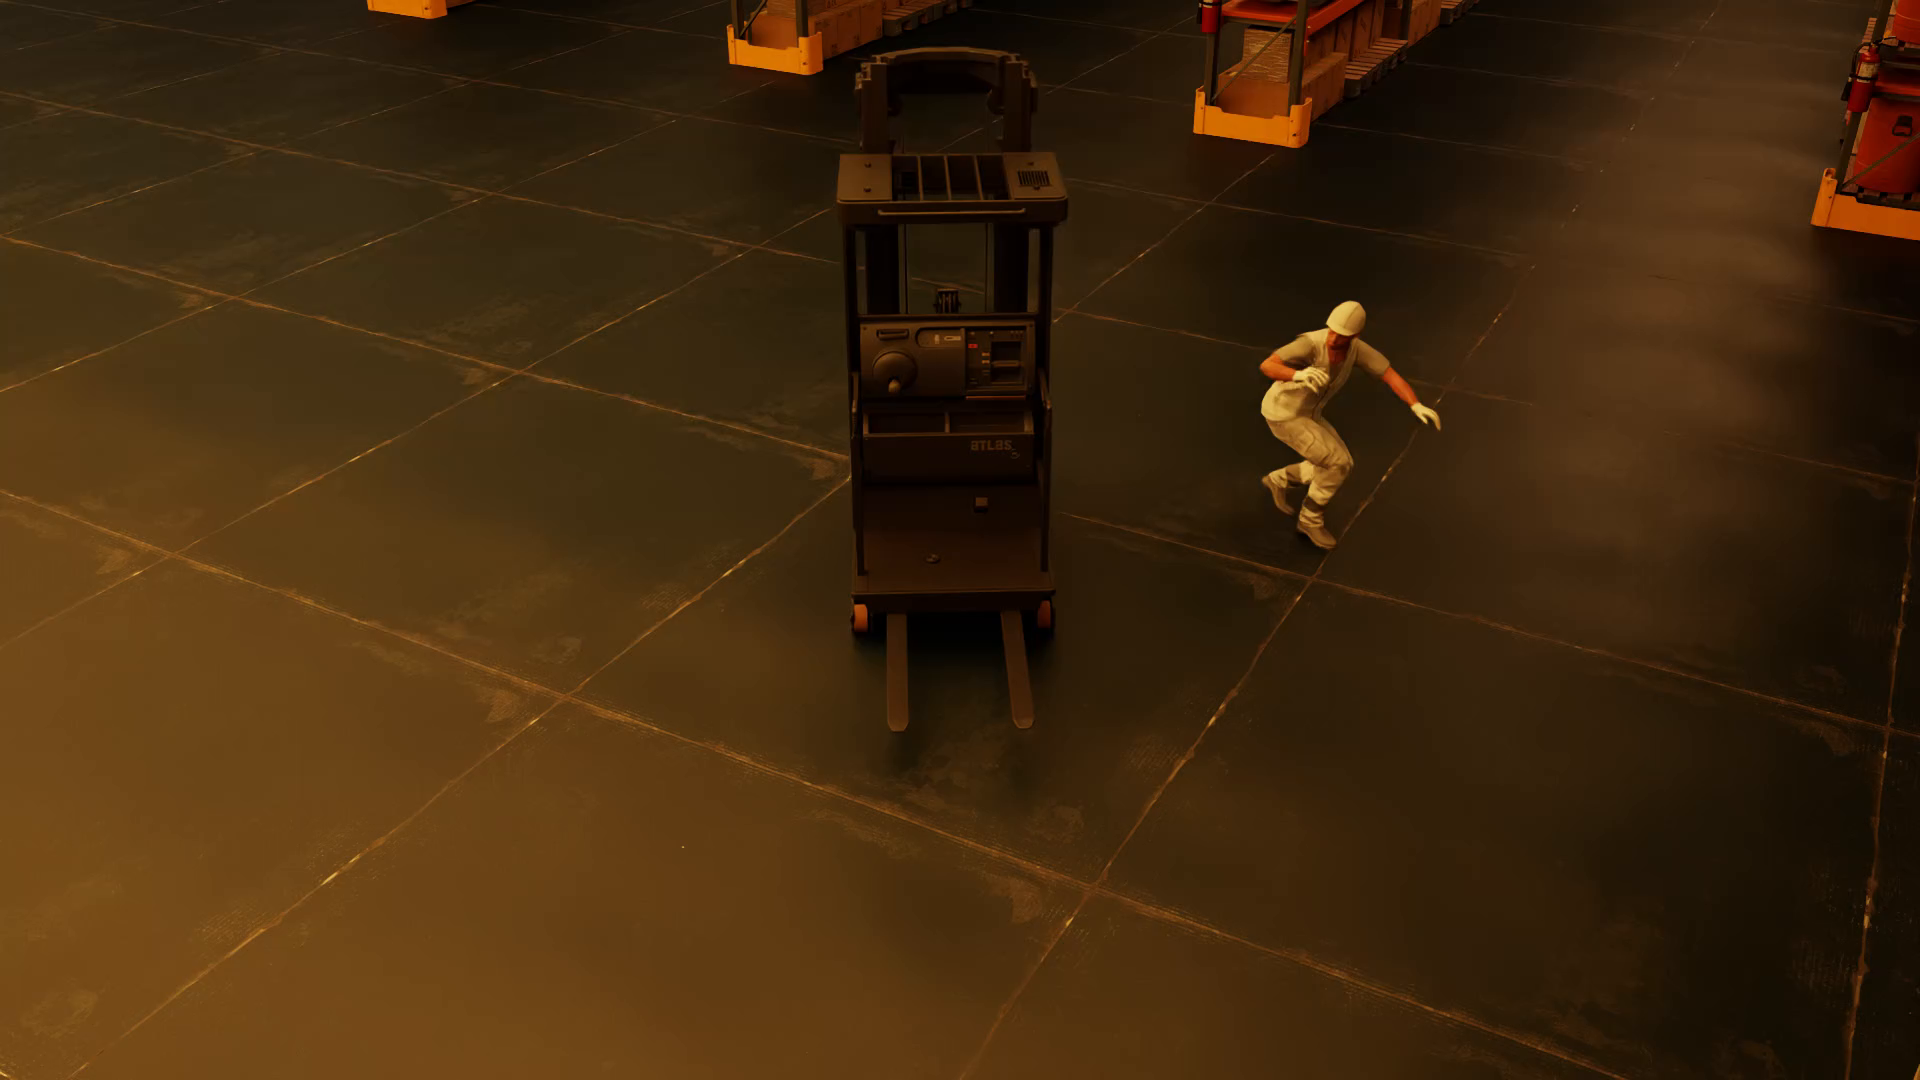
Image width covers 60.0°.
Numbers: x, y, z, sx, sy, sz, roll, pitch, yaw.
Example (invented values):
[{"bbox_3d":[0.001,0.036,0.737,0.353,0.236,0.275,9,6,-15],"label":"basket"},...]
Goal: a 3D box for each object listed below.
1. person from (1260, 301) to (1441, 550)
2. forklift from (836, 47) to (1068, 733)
[{"bbox_3d":[2.204,-0.655,9.655,1.020,1.481,0.788,23,37,34],"label":"person"},{"bbox_3d":[-0.052,-0.921,8.667,1.130,2.935,3.031,-1,30,-2],"label":"forklift"}]
